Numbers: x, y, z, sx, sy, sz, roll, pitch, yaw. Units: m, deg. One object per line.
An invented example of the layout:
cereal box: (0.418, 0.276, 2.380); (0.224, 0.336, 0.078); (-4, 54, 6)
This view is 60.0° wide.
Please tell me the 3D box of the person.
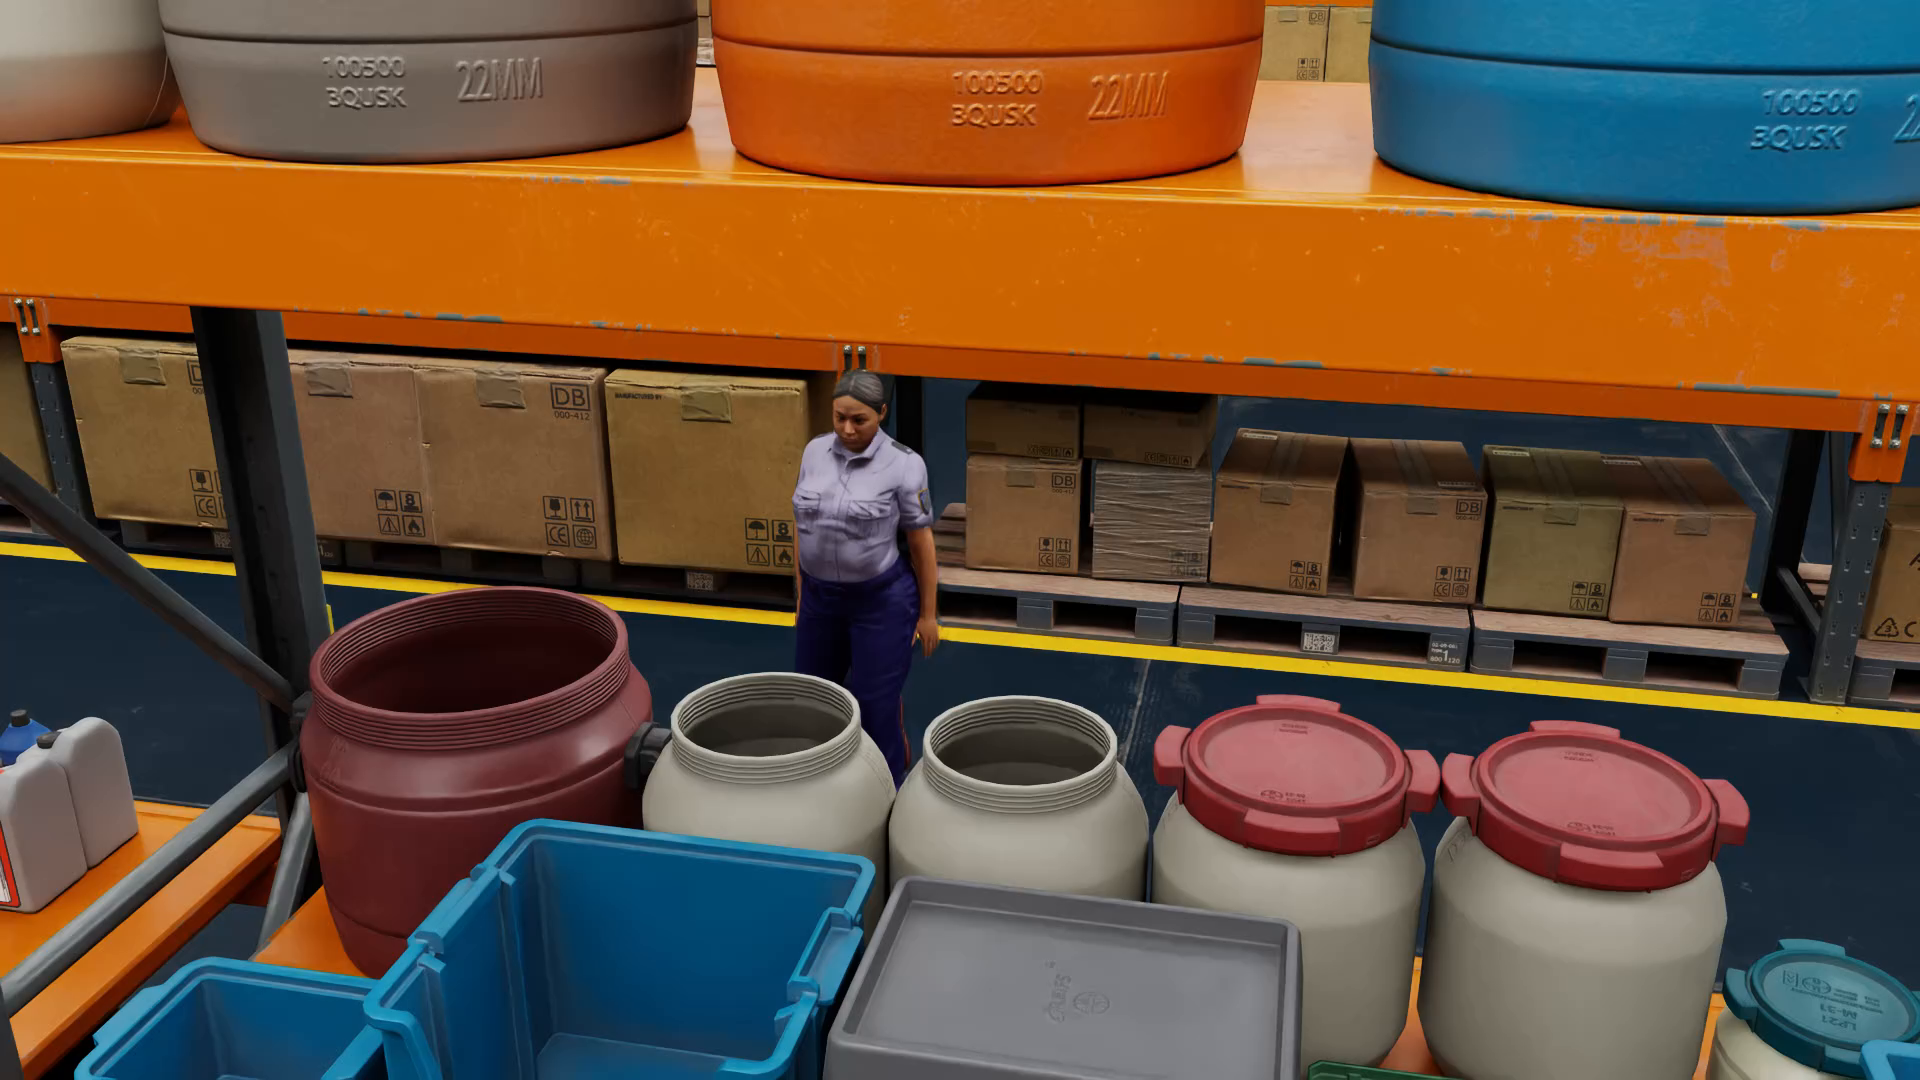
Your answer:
person: (-0.313, 0.208, 5.558); (0.509, 1.626, 0.642); (12, 24, 27)
